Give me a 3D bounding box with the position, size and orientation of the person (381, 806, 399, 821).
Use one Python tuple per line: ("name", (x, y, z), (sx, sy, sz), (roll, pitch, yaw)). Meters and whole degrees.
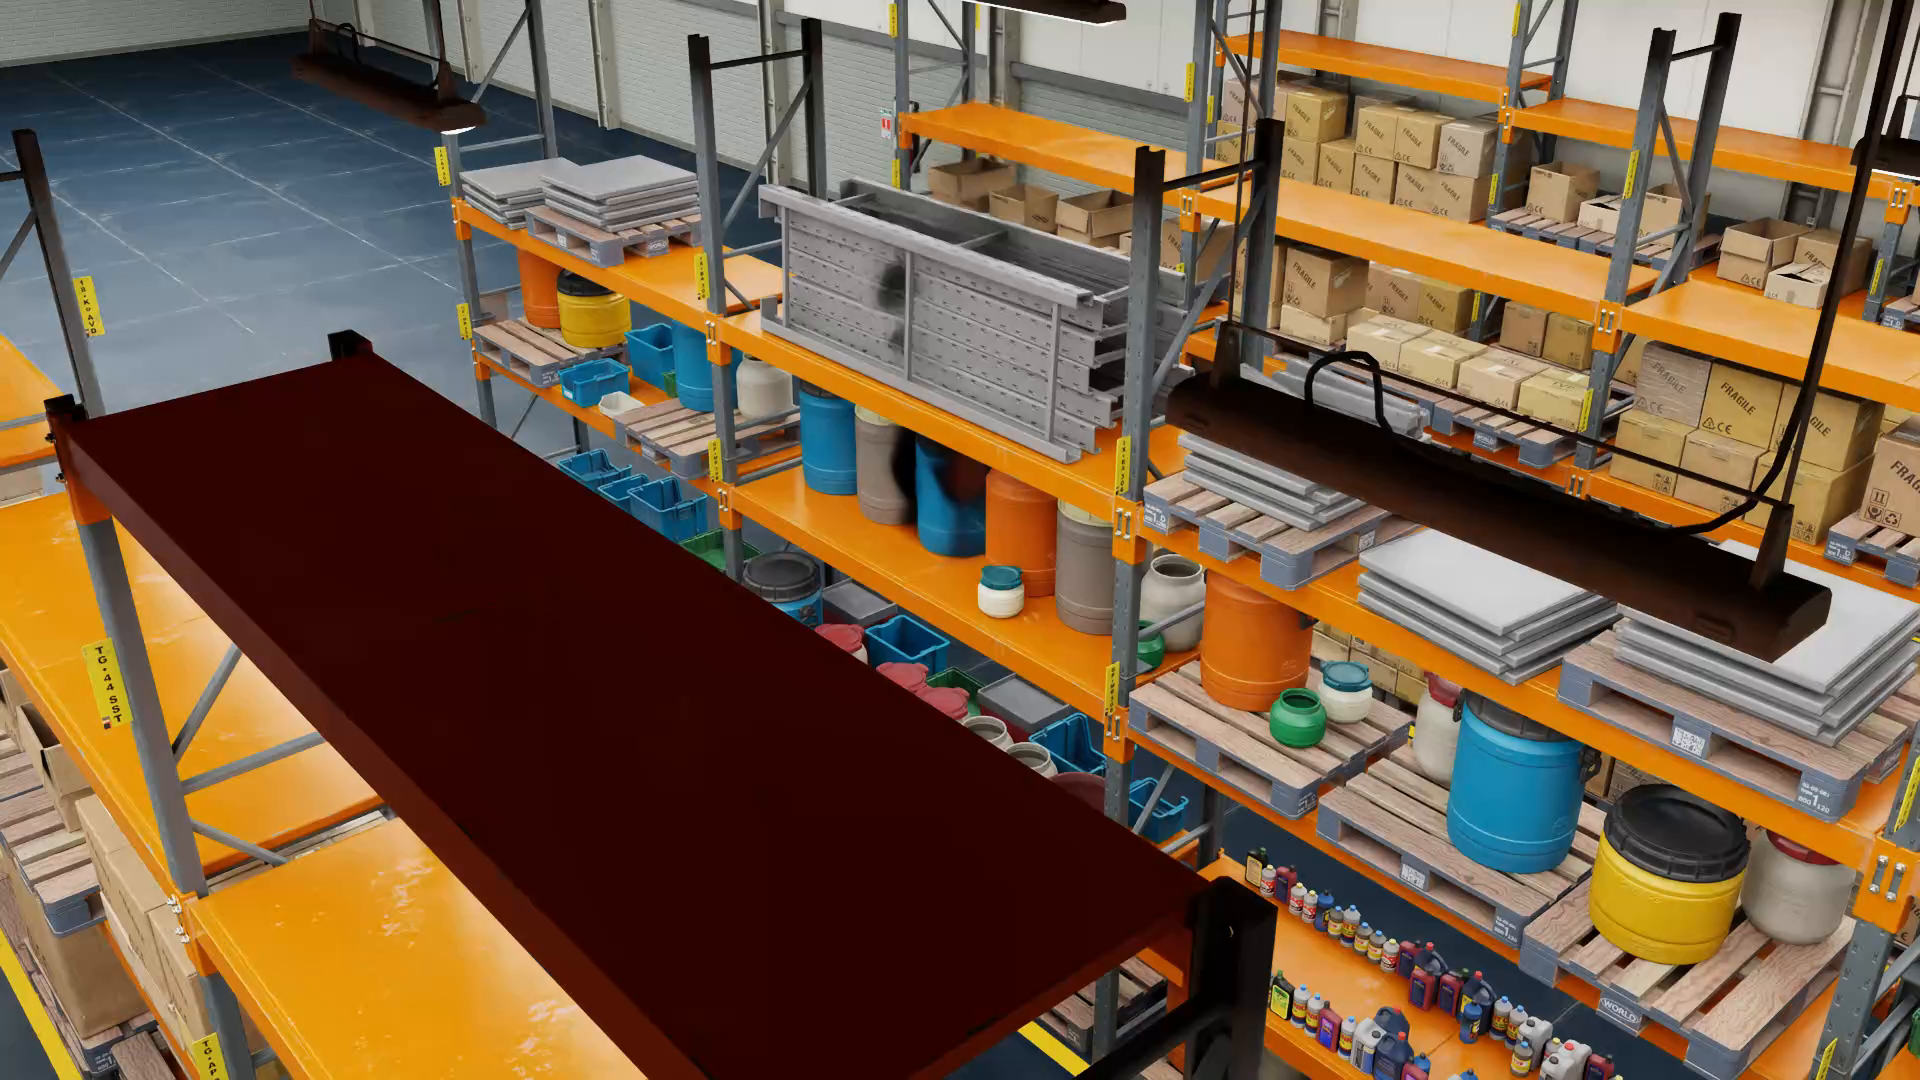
("person", (-4.150, 1.753, 12.395), (0.768, 1.564, 0.547), (21, 34, 35))
